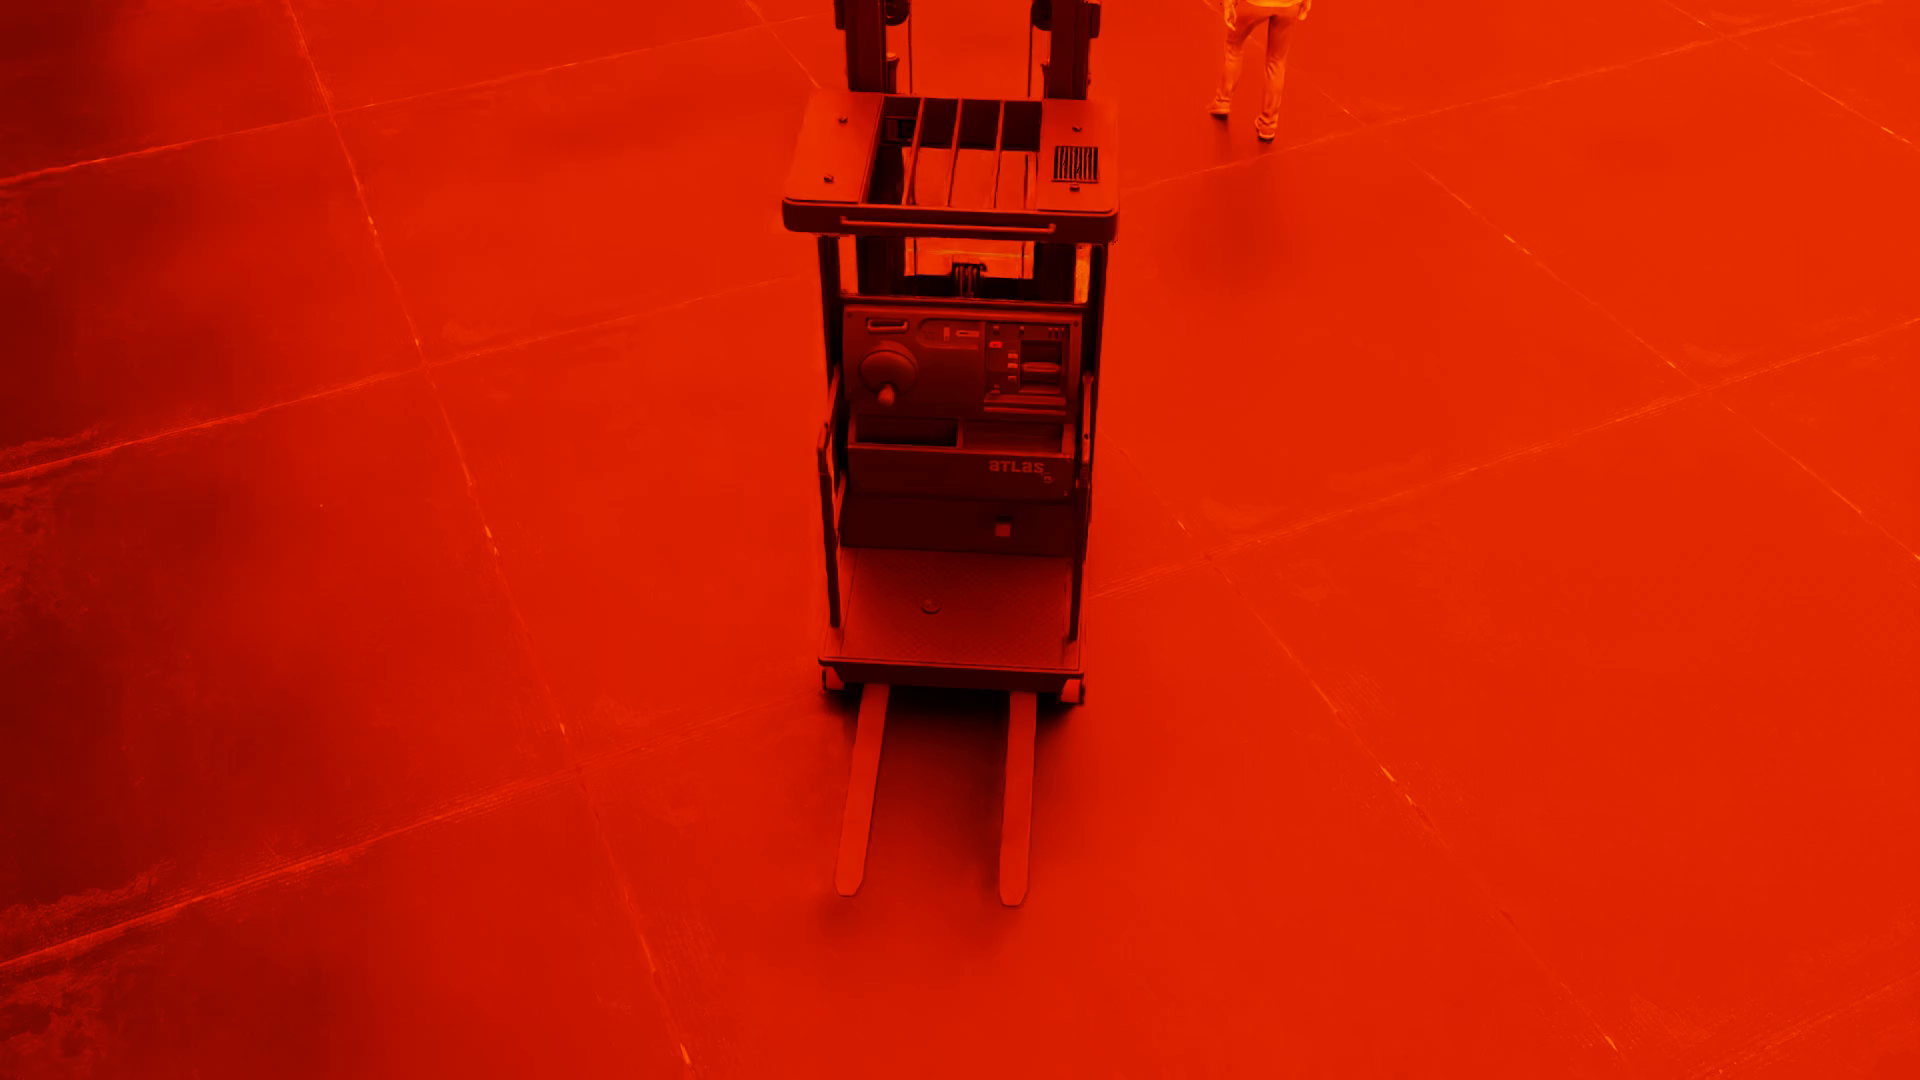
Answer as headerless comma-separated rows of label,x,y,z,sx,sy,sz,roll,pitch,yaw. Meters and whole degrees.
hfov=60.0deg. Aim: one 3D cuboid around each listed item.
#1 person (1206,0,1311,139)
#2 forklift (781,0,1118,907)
person,1.881,-3.284,10.184,0.582,1.721,0.519,0,43,0
forklift,-0.007,-0.618,6.342,1.130,2.935,3.031,3,43,3
